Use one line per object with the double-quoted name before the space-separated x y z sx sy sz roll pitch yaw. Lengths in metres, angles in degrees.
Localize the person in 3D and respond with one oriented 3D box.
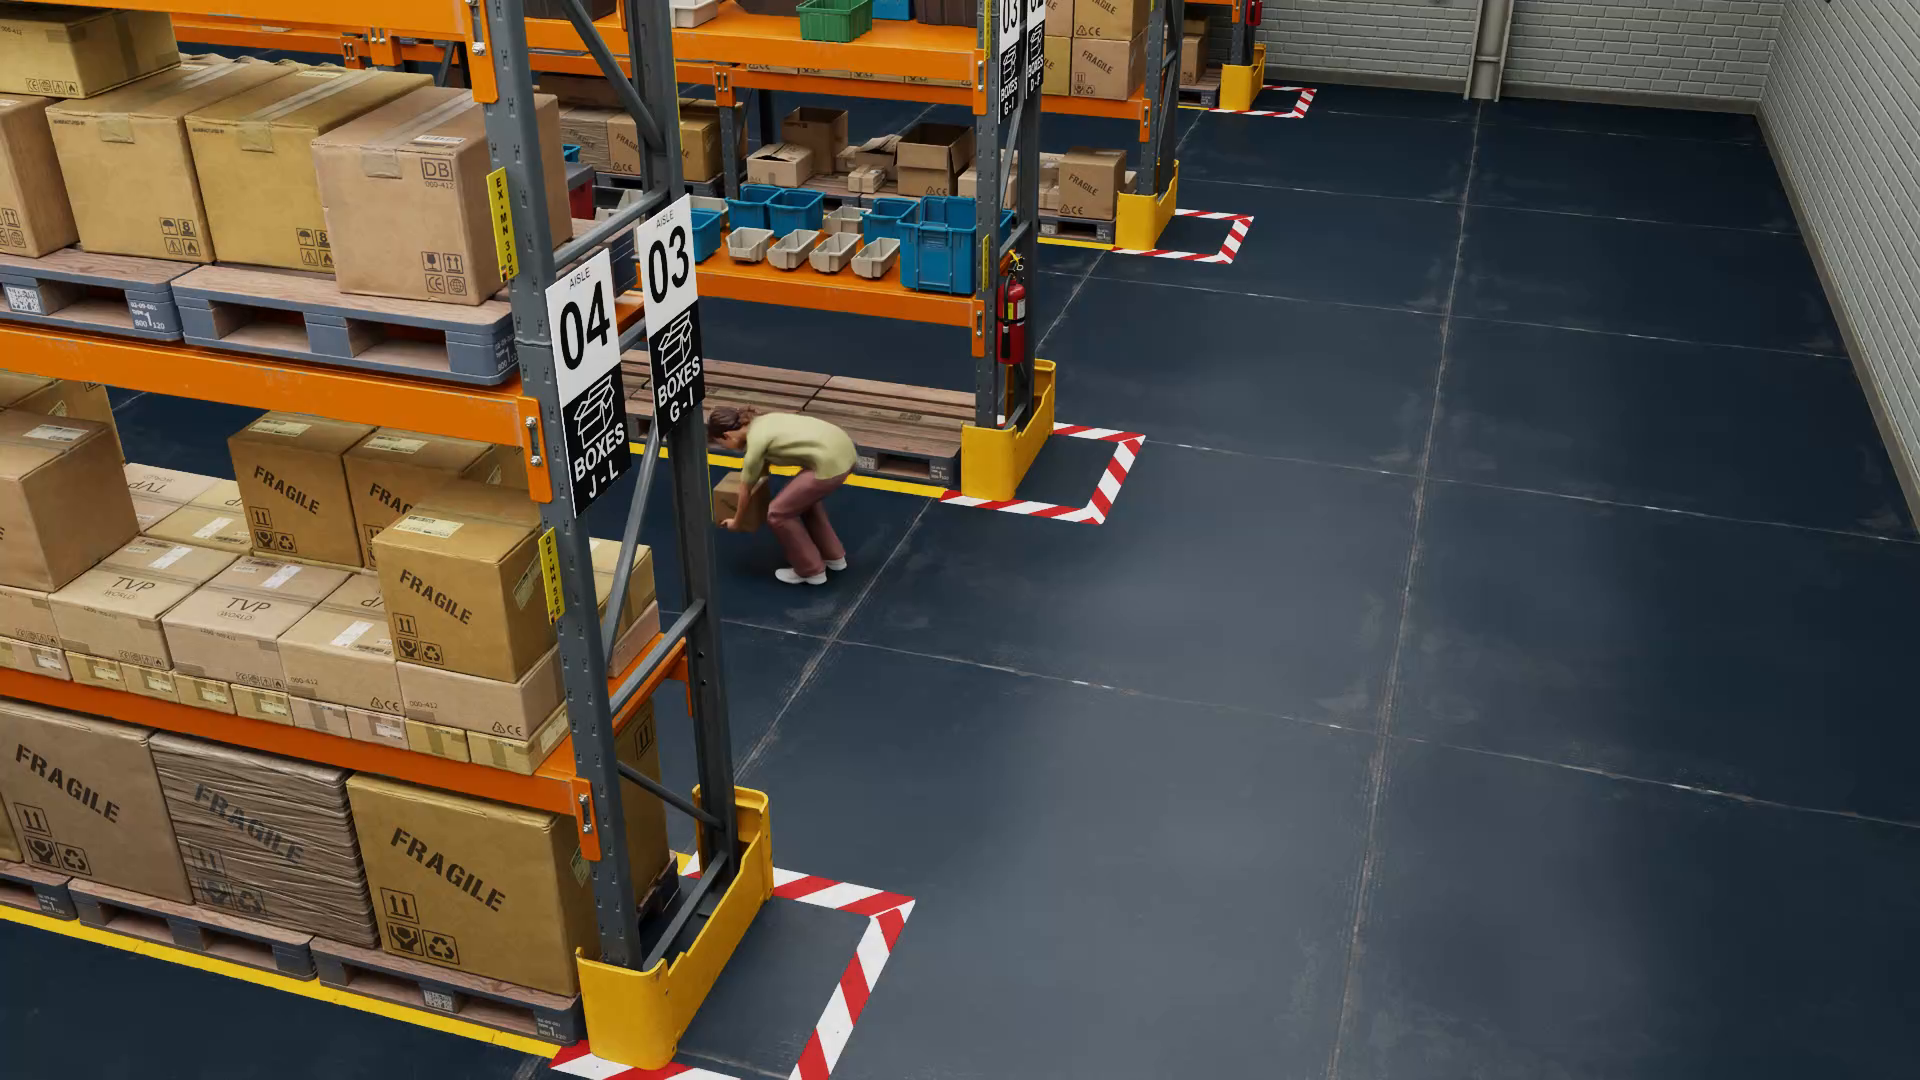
"person" -1.021 -0.280 9.640 0.863 1.051 0.452 7 30 12
